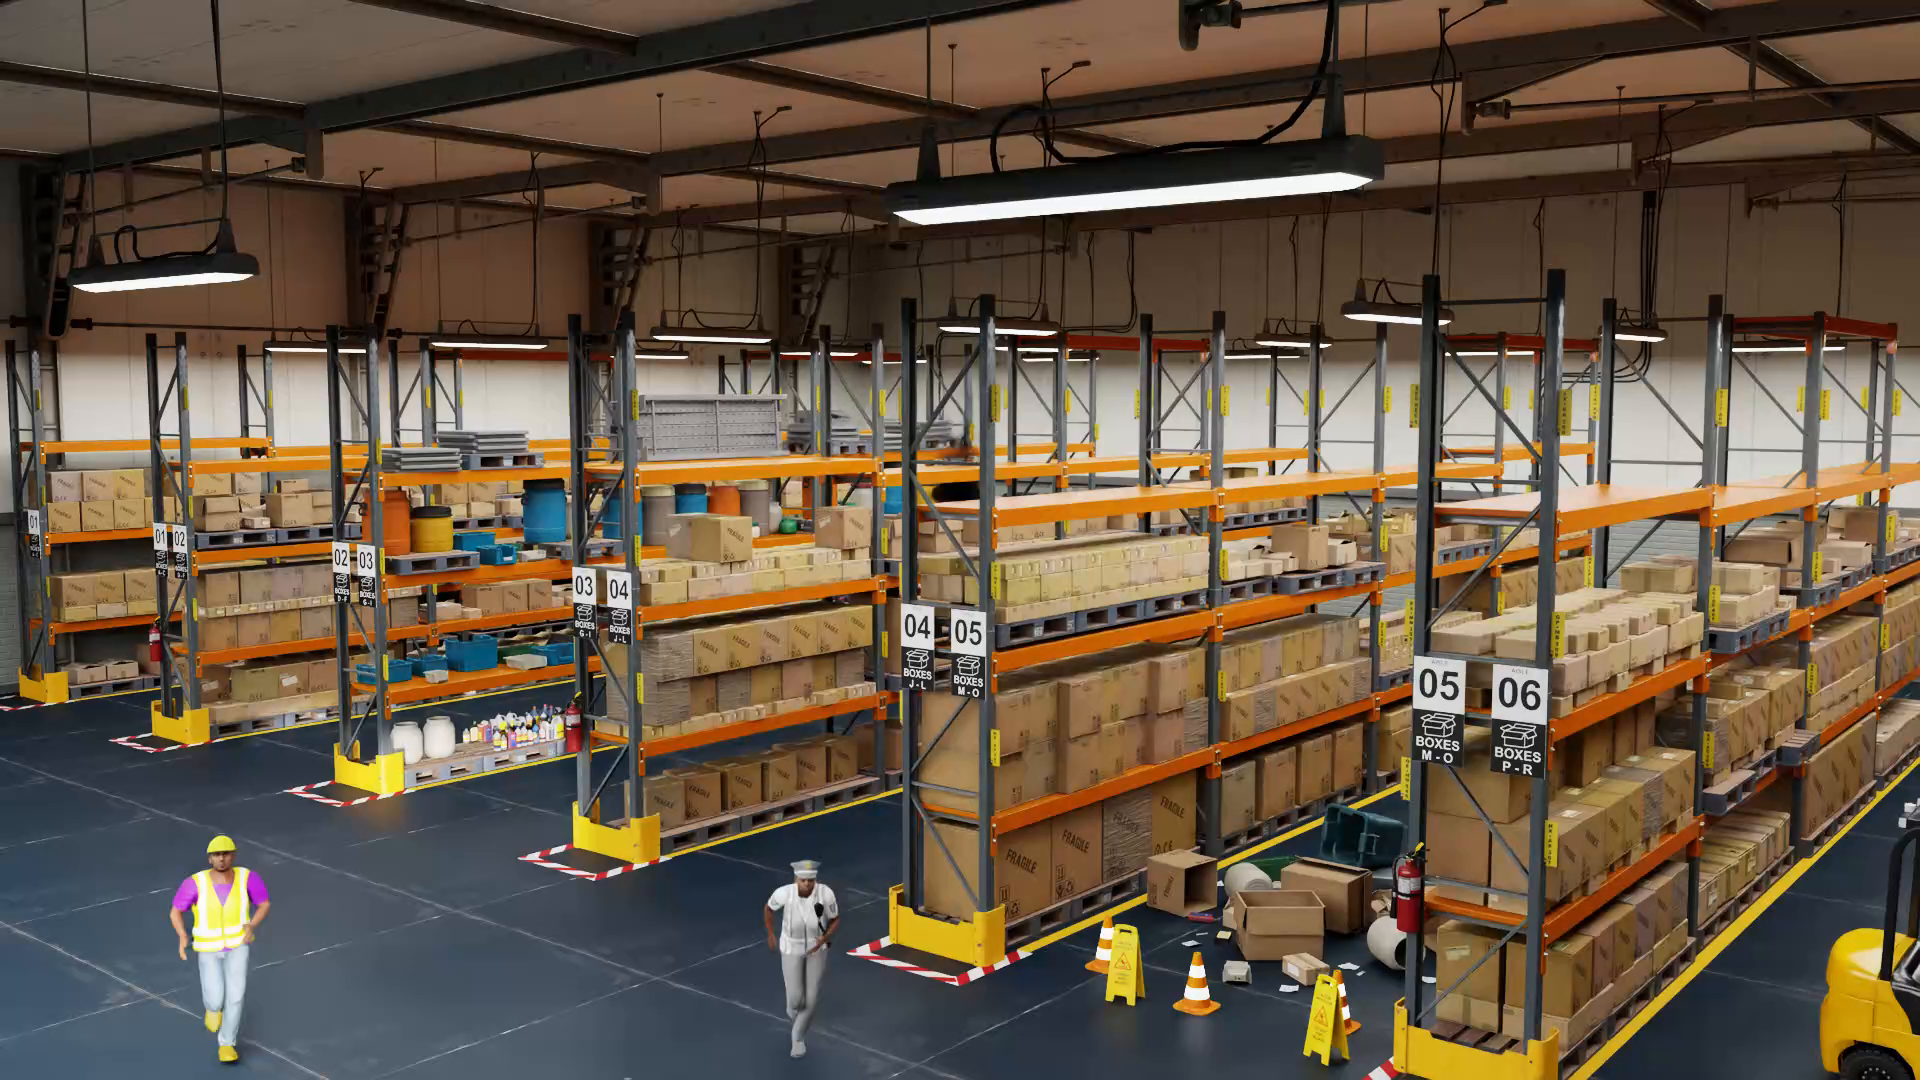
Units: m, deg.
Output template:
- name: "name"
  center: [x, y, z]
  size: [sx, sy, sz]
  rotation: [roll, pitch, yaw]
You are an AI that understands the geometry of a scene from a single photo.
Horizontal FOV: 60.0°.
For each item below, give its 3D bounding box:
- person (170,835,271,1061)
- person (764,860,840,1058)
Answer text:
- name: "person"
  center: [-5.734, 3.145, 12.947]
  size: [0.718, 1.724, 0.618]
  rotation: [-3, 6, -29]
- name: "person"
  center: [-1.227, 3.220, 12.931]
  size: [0.548, 1.618, 0.648]
  rotation: [-1, 5, -13]
